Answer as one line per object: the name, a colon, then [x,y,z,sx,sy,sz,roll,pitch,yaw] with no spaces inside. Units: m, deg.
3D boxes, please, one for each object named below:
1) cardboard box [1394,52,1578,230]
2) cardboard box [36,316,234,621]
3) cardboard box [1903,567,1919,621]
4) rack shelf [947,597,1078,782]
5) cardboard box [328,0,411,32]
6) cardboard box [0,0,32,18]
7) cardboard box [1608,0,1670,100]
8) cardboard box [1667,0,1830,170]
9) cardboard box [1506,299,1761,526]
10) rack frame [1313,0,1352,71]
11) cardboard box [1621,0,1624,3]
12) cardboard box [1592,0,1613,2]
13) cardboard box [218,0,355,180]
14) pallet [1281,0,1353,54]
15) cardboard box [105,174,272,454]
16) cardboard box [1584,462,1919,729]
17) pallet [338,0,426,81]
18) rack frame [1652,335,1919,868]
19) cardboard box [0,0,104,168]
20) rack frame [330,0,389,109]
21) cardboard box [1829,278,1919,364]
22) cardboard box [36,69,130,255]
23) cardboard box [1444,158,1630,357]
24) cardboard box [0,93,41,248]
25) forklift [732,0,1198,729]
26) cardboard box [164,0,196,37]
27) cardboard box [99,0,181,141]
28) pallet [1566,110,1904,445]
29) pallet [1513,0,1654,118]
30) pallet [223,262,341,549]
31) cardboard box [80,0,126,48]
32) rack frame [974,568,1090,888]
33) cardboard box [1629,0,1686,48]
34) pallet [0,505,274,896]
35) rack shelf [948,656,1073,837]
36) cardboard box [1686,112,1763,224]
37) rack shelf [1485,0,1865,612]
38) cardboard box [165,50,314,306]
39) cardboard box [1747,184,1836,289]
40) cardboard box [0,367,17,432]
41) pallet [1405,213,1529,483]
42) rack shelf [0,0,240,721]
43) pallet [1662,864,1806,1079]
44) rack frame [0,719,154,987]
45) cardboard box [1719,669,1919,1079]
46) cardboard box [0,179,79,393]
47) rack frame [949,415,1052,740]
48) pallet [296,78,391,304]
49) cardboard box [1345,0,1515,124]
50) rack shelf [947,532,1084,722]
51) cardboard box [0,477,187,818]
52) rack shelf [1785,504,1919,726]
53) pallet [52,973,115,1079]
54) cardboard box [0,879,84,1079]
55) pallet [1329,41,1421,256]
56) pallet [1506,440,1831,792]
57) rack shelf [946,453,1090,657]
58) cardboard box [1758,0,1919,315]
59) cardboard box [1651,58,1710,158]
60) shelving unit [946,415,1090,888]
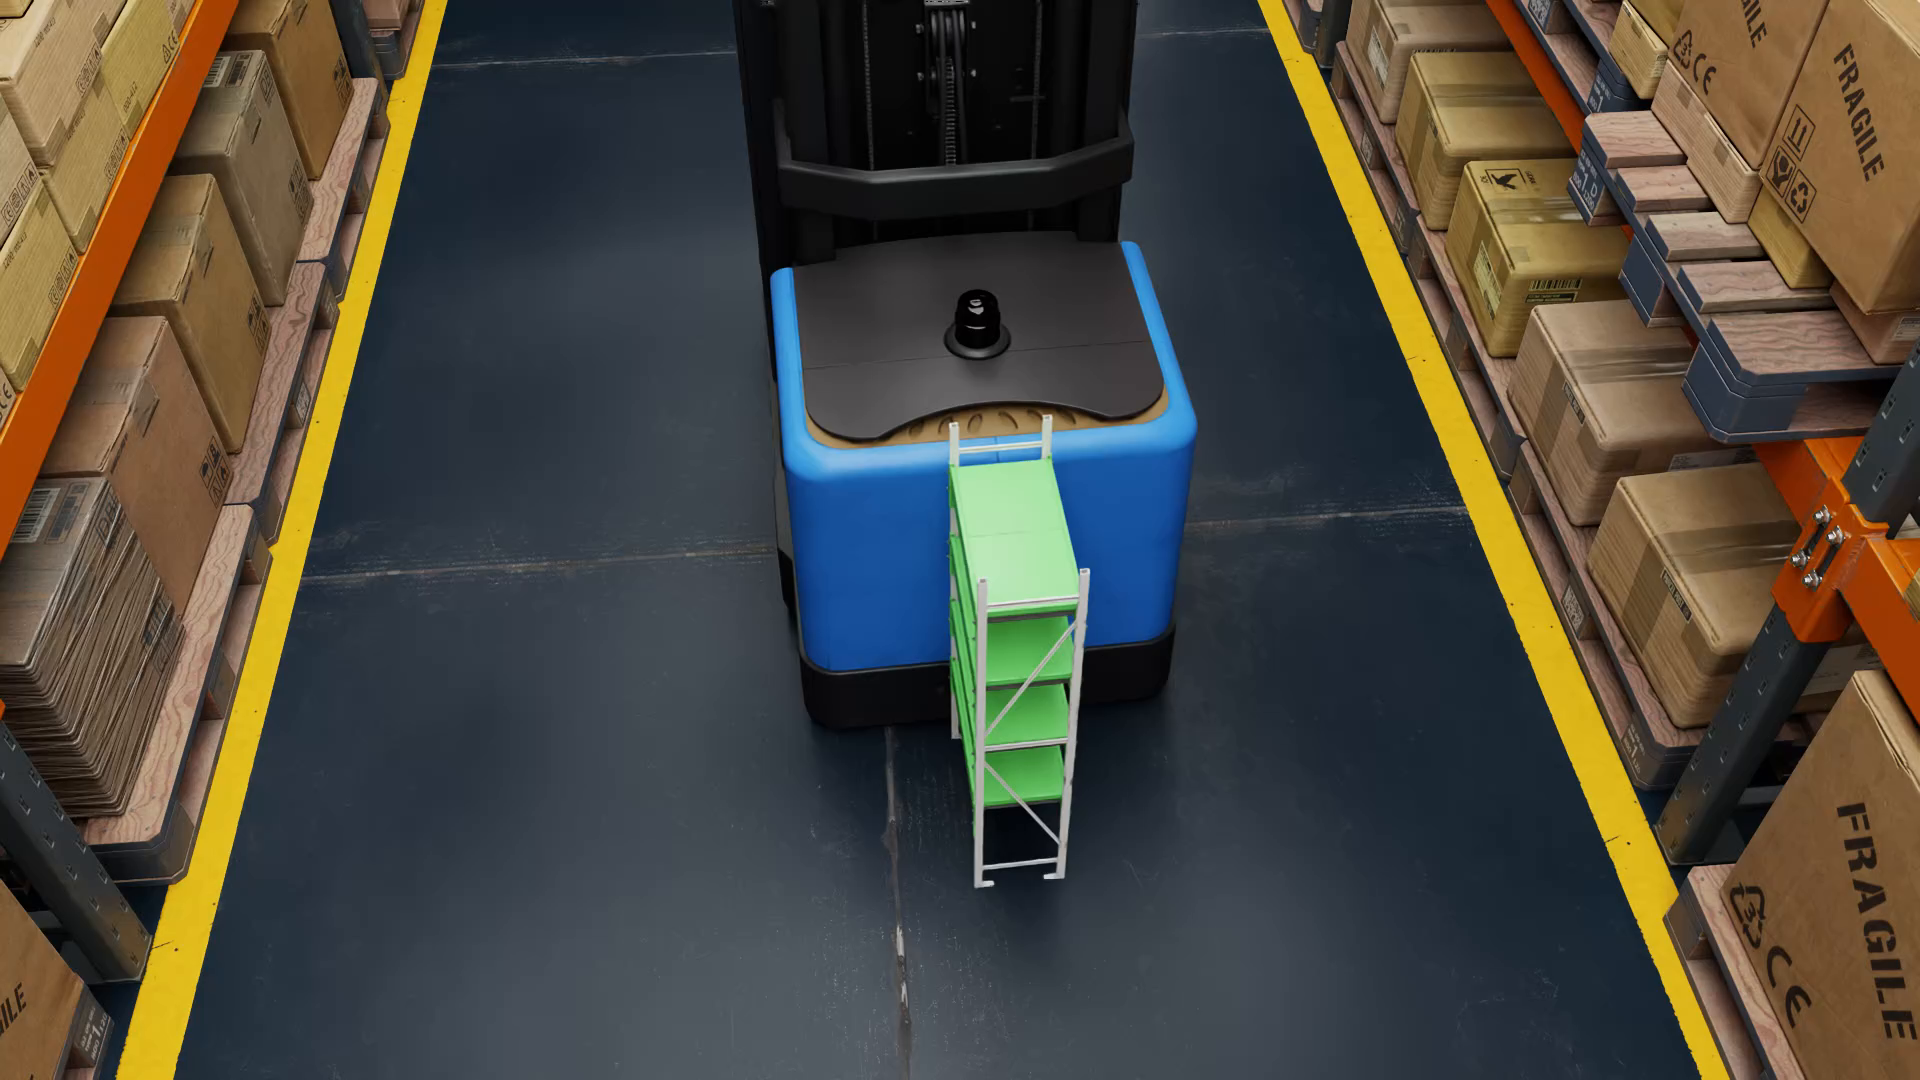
cardboard box: [2.155,-1.470,6.097,0.950,0.372,0.625,-1,47,-1]
cardboard box: [-2.668,-0.182,4.703,0.875,0.625,0.625,-2,47,-2]
cardboard box: [2.170,0.186,3.111,0.500,0.250,0.500,-4,47,-4]
rack shelf: [0.126,0.357,4.174,0.258,0.148,0.480,-5,47,-5]
cardboard box: [-2.612,-2.393,7.055,0.500,0.250,0.500,-3,47,-3]
cardboard box: [-2.418,-1.369,3.965,0.380,0.149,0.250,-3,47,-2]
cardboard box: [1.907,-1.265,4.266,0.380,0.149,0.250,-3,47,-3]
cardboard box: [2.010,-1.201,3.759,0.500,0.500,0.500,-4,47,-4]
cardboard box: [2.272,-0.418,5.101,0.950,0.372,0.625,-4,47,-4]
rack frame: [2.045,-3.129,6.147,1.000,3.000,0.127,-3,47,-3]
cardboard box: [2.012,-1.455,4.446,0.380,0.149,0.250,-3,47,-3]
cardboard box: [1.909,-1.632,4.613,0.380,0.149,0.250,-5,47,-5]
cardboard box: [-2.846,-1.775,6.212,0.875,0.625,0.625,-2,47,-2]
pallet: [1.953,-2.654,7.618,1.003,0.211,1.213,-3,47,-3]
cardboard box: [-2.724,-0.669,5.164,0.875,0.625,0.625,-5,47,-5]
cardboard box: [2.342,0.115,4.596,0.950,0.372,0.625,-6,47,-6]
pallet: [-2.926,-2.443,7.419,1.003,0.211,1.213,-3,47,-3]
rack frame: [2.380,-0.235,3.406,1.000,3.000,0.127,-3,47,-3]
cardboard box: [-2.427,-1.129,4.012,0.500,0.250,0.500,-5,47,-4]
rack frame: [-2.901,-2.824,5.859,1.000,3.000,0.127,-3,47,-3]
cardboard box: [2.118,-0.515,3.556,0.380,0.149,0.250,-2,47,-2]
cardboard box: [-2.447,-0.951,4.188,0.500,0.250,0.500,-5,47,-5]
cardboard box: [2.215,-0.967,5.621,0.950,0.372,0.625,-2,47,-2]
cardboard box: [-2.401,-0.749,3.652,0.500,0.250,0.500,-2,47,-2]
forklift: [-0.096,-1.560,4.709,1.130,2.935,3.031,-5,47,-5]
cardboard box: [-2.540,-1.699,4.897,0.500,0.250,0.500,-3,47,-3]
cardboard box: [-2.489,-1.326,4.543,0.500,0.250,0.500,-2,47,-2]
pallet: [2.214,-0.678,3.958,1.213,0.211,1.003,-3,47,-3]
pallet: [2.173,-1.598,4.830,1.003,0.211,1.213,-3,47,-3]
pallet: [-2.695,-0.450,5.531,1.003,0.211,1.213,-3,47,-3]
cardboard box: [-2.495,-1.497,4.360,0.500,0.250,0.500,-3,47,-3]
rack frame: [0.156,0.489,3.961,0.240,1.200,0.015,-5,47,-5]
cardboard box: [1.967,-1.566,4.104,0.500,0.500,0.500,-6,47,-6]
pallet: [-2.596,0.431,4.697,1.003,0.211,1.213,-3,47,-3]
rack shelf: [0.126,0.522,4.348,0.258,0.148,0.480,-5,47,-5]
cardboard box: [1.957,-0.885,3.906,0.380,0.149,0.250,-4,47,-4]
rack shelf: [2.212,-1.434,5.038,1.077,0.370,4.000,-3,47,-3]
cardboard box: [-2.789,-1.213,5.679,0.875,0.625,0.625,-4,47,-4]
cardboard box: [2.023,-0.705,3.736,0.380,0.149,0.250,-3,47,-3]
cardboard box: [-2.360,-0.215,3.490,0.500,0.250,0.500,-3,47,-3]
pallet: [2.217,-0.722,5.788,1.003,0.211,1.213,-3,47,-3]
rack shelf: [-2.734,-1.130,4.750,1.077,0.370,4.000,-3,47,-3]
pallet: [2.370,1.299,3.874,1.003,0.211,1.213,-3,47,-3]
rack frame: [-2.566,0.070,3.118,1.000,3.000,0.127,-3,47,-3]
cardboard box: [2.355,0.856,3.547,0.875,0.875,0.875,-4,47,-4]
cardboard box: [-2.397,-0.579,3.835,0.500,0.250,0.500,-4,47,-4]
rack frame: [0.095,0.137,4.294,0.240,1.200,0.015,-5,47,-5]
pallet: [-2.801,-1.335,6.369,1.003,0.211,1.213,-3,47,-3]
cardboard box: [2.091,-1.990,6.589,0.950,0.372,0.625,-3,47,-3]
rack shelf: [0.126,0.192,3.999,0.258,0.148,0.480,-5,47,-5]
cardboard box: [-2.605,0.290,4.256,0.875,0.625,0.625,-2,47,-2]
rack shelf: [2.547,1.460,2.297,1.077,0.370,4.000,-3,47,-3]
pallet: [-2.542,1.571,3.617,1.003,0.211,1.213,-3,47,-3]
cardboard box: [-2.317,1.078,3.596,0.500,0.500,0.500,-2,47,-2]
pallet: [2.111,-1.607,6.626,1.003,0.211,1.213,-3,47,-3]
pallet: [2.316,0.159,4.954,1.003,0.211,1.213,-3,47,-3]
rack shelf: [0.126,0.027,3.825,0.258,0.148,0.480,-5,47,-5]
cardboard box: [2.064,-0.828,3.405,0.500,0.500,0.500,-5,47,-4]
cardboard box: [1.944,-1.067,4.079,0.380,0.149,0.250,-5,47,-5]
shelving unit: [0.126,0.313,4.127,0.258,1.200,0.503,-5,47,-5]
